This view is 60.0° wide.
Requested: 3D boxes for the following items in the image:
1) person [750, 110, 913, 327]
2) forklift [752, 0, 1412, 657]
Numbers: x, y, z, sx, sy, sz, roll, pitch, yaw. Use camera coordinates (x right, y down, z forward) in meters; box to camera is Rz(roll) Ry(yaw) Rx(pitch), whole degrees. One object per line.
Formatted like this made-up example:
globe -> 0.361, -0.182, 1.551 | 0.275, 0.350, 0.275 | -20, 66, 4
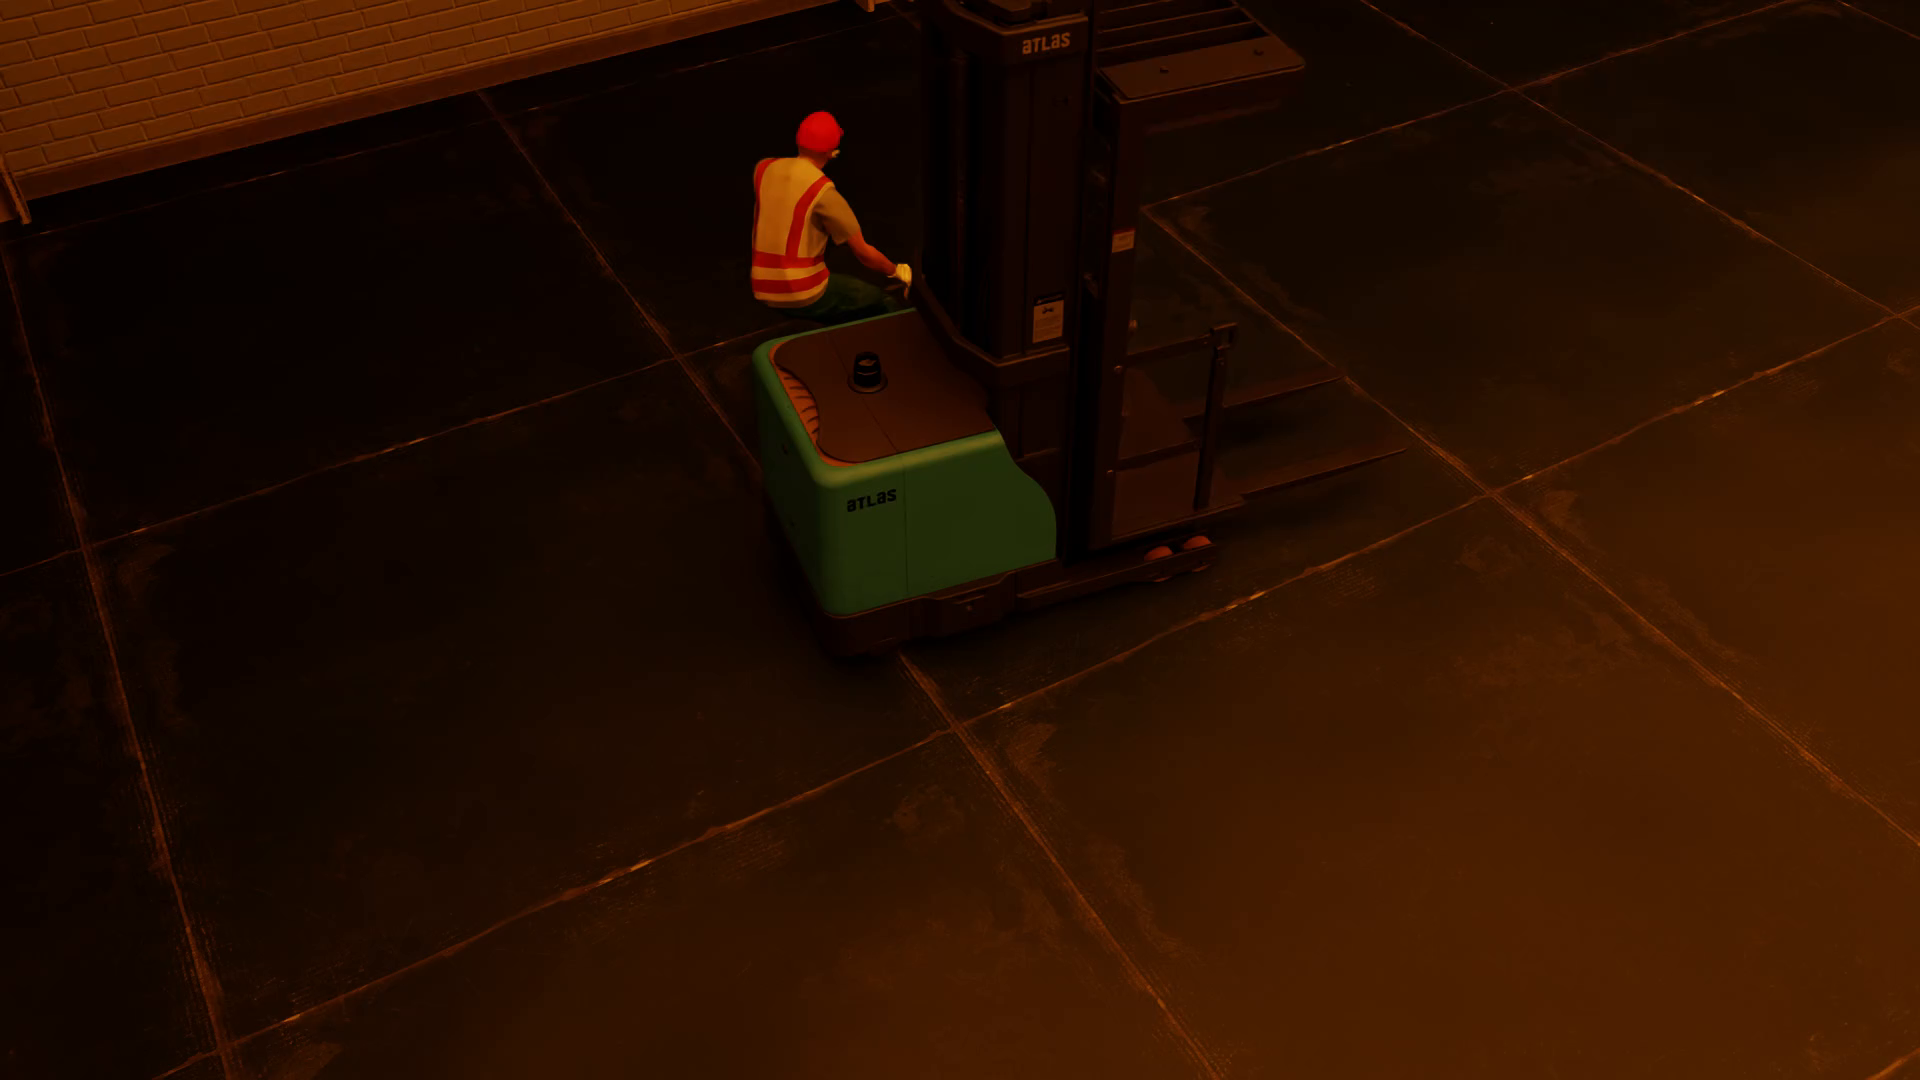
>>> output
person -> -0.532, -1.368, 8.180 | 1.187, 1.501, 0.934 | 24, 48, 23
forklift -> 0.654, -1.203, 6.995 | 3.031, 2.935, 1.130 | -15, 45, -16
